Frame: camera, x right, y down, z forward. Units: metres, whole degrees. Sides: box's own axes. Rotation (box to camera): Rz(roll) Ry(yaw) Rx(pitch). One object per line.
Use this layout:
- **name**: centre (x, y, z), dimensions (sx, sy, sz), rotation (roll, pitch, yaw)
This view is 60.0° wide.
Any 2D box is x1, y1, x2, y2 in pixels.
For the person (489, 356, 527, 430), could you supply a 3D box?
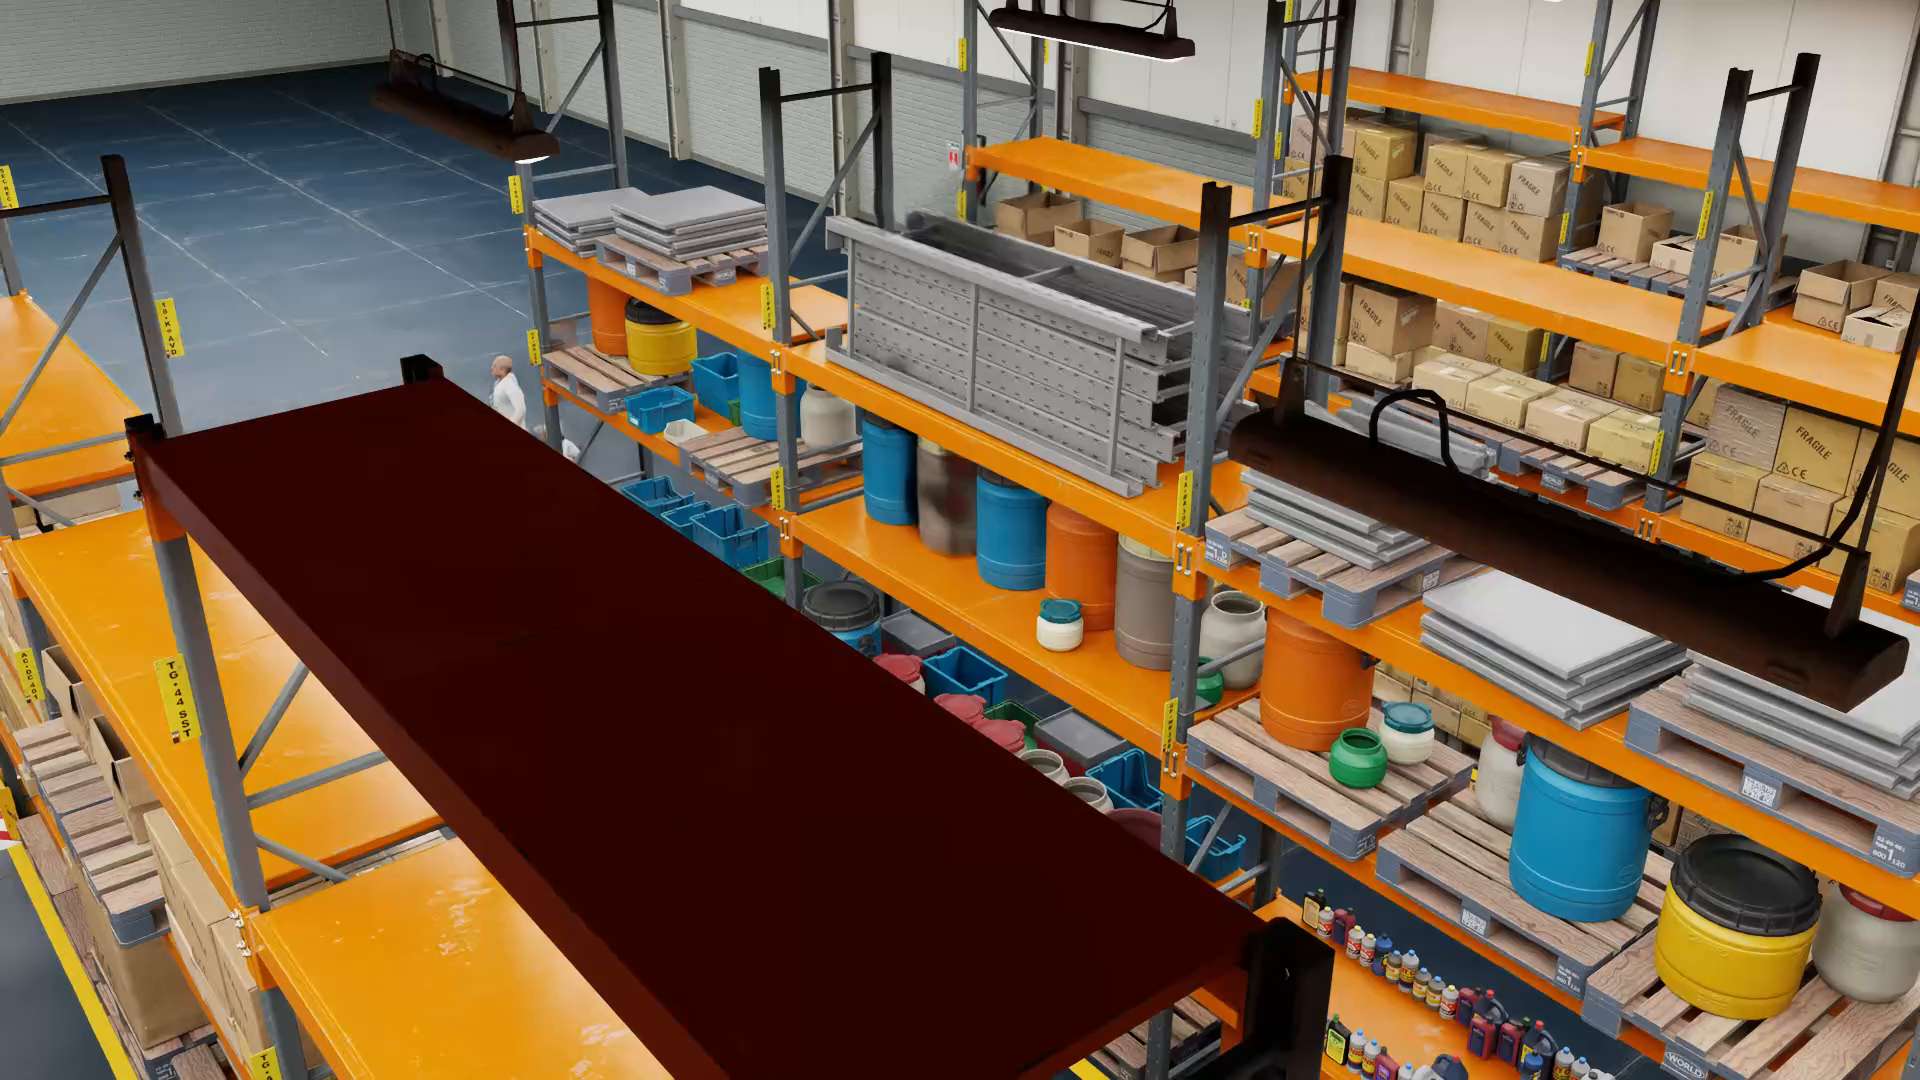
- **person**: centre (-5.110, -1.254, 18.857), dimensions (0.630, 1.743, 0.693), rotation (-5, 26, -11)

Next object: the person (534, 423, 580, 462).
- **person**: centre (-4.166, -0.478, 17.412), dimensions (0.825, 1.657, 0.621), rotation (1, 26, 2)
